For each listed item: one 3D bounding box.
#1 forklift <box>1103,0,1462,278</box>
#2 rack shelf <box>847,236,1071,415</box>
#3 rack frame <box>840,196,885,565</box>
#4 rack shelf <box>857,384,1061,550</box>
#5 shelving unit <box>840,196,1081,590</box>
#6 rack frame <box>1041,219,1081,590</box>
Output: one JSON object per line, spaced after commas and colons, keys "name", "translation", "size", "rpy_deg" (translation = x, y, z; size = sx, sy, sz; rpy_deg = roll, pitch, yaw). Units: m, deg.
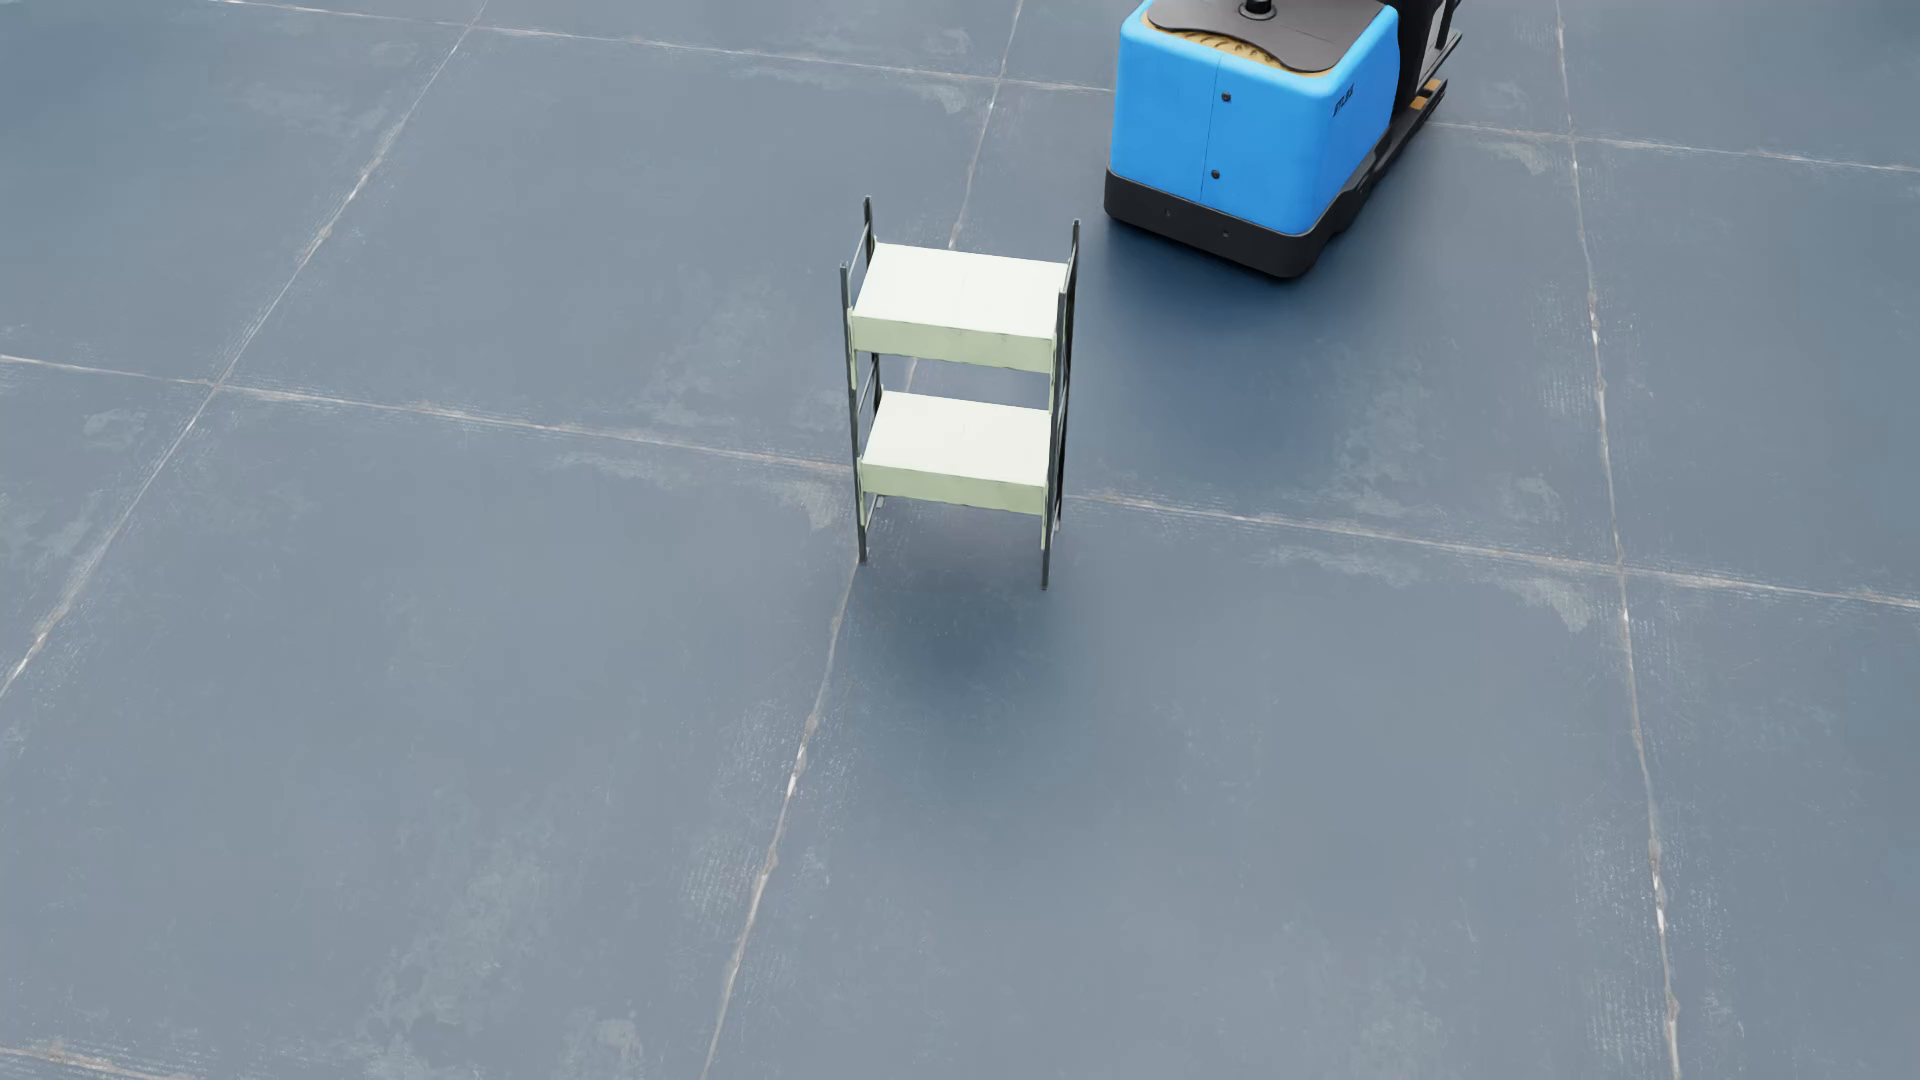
{"name": "forklift", "translation": [1.896, -3.283, 7.701], "size": [1.130, 2.935, 3.031], "rpy_deg": [24, 53, 20]}
{"name": "rack shelf", "translation": [0.007, -0.761, 5.873], "size": [0.720, 0.370, 0.431], "rpy_deg": [8, 49, 7]}
{"name": "rack frame", "translation": [-0.354, -0.549, 6.207], "size": [0.023, 1.500, 0.400], "rpy_deg": [8, 49, 7]}
{"name": "rack shelf", "translation": [0.007, -0.282, 6.406], "size": [0.720, 0.370, 0.431], "rpy_deg": [8, 49, 7]}
{"name": "shelving unit", "translation": [0.007, -0.500, 6.163], "size": [0.755, 1.500, 0.431], "rpy_deg": [8, 49, 7]}
{"name": "rack frame", "translation": [0.367, -0.452, 6.120], "size": [0.023, 1.500, 0.400], "rpy_deg": [8, 49, 7]}
